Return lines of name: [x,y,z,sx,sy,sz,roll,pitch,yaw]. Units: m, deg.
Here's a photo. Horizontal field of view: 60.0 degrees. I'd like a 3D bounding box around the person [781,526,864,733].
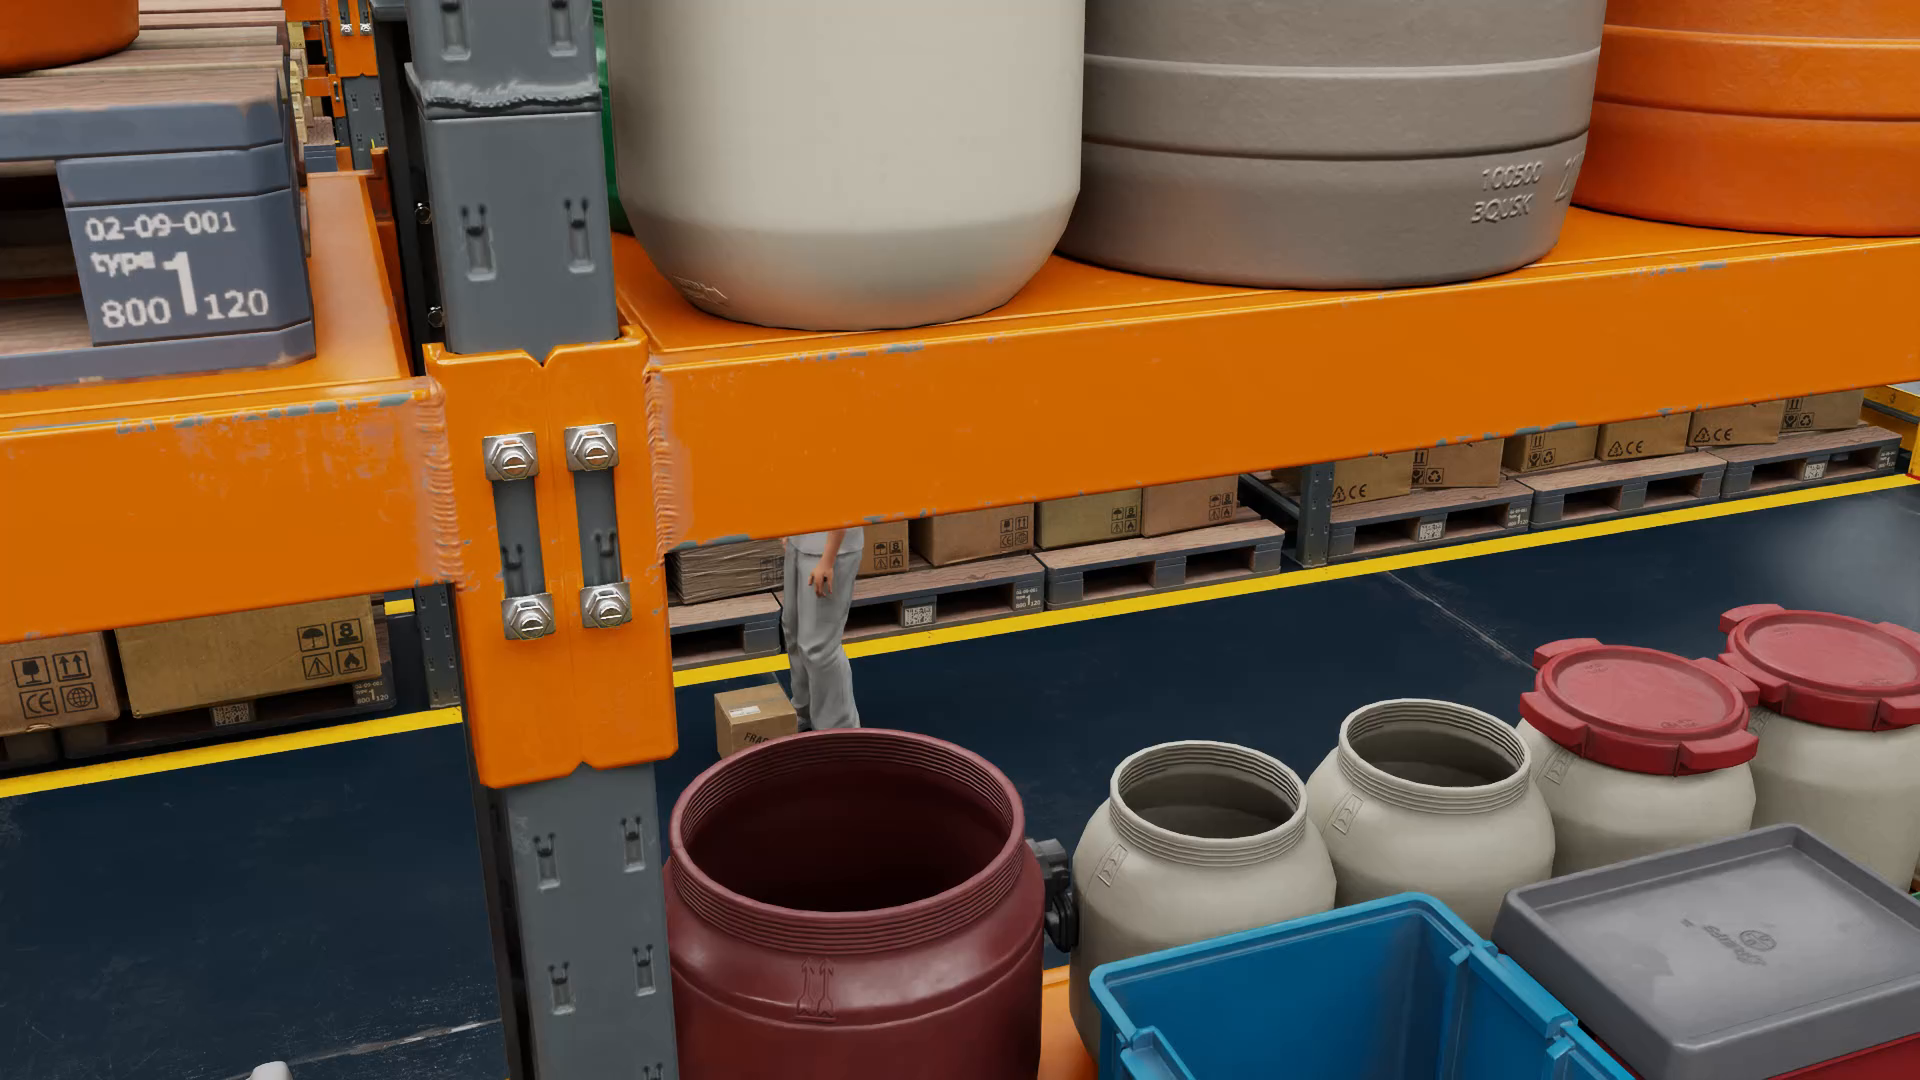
person: [-0.531,0.023,6.040,0.358,1.672,0.485,-9,24,-20]
